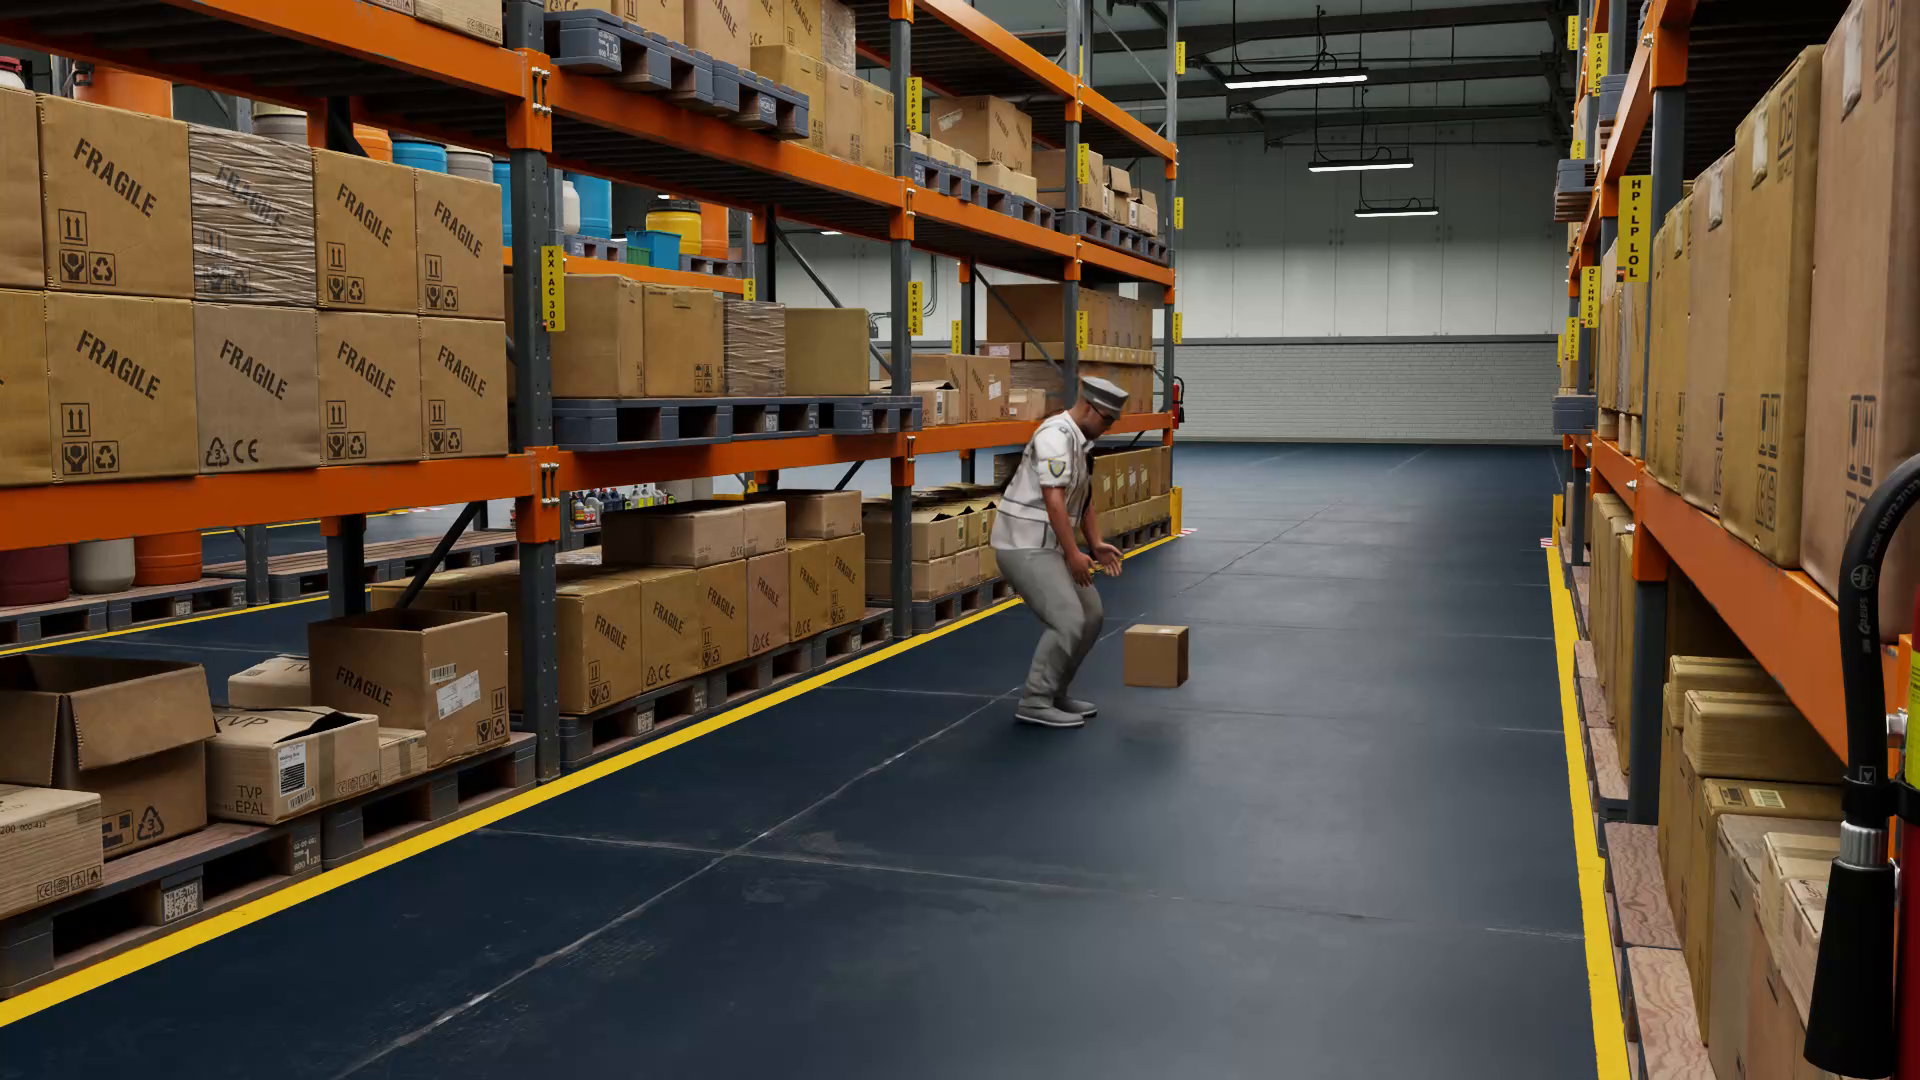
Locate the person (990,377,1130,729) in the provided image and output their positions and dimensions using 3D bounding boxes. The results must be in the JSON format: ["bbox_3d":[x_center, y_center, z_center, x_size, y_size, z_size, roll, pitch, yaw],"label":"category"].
[{"bbox_3d":[0.481,0.045,7.794,0.629,1.614,0.578,2,5,19],"label":"person"}]
